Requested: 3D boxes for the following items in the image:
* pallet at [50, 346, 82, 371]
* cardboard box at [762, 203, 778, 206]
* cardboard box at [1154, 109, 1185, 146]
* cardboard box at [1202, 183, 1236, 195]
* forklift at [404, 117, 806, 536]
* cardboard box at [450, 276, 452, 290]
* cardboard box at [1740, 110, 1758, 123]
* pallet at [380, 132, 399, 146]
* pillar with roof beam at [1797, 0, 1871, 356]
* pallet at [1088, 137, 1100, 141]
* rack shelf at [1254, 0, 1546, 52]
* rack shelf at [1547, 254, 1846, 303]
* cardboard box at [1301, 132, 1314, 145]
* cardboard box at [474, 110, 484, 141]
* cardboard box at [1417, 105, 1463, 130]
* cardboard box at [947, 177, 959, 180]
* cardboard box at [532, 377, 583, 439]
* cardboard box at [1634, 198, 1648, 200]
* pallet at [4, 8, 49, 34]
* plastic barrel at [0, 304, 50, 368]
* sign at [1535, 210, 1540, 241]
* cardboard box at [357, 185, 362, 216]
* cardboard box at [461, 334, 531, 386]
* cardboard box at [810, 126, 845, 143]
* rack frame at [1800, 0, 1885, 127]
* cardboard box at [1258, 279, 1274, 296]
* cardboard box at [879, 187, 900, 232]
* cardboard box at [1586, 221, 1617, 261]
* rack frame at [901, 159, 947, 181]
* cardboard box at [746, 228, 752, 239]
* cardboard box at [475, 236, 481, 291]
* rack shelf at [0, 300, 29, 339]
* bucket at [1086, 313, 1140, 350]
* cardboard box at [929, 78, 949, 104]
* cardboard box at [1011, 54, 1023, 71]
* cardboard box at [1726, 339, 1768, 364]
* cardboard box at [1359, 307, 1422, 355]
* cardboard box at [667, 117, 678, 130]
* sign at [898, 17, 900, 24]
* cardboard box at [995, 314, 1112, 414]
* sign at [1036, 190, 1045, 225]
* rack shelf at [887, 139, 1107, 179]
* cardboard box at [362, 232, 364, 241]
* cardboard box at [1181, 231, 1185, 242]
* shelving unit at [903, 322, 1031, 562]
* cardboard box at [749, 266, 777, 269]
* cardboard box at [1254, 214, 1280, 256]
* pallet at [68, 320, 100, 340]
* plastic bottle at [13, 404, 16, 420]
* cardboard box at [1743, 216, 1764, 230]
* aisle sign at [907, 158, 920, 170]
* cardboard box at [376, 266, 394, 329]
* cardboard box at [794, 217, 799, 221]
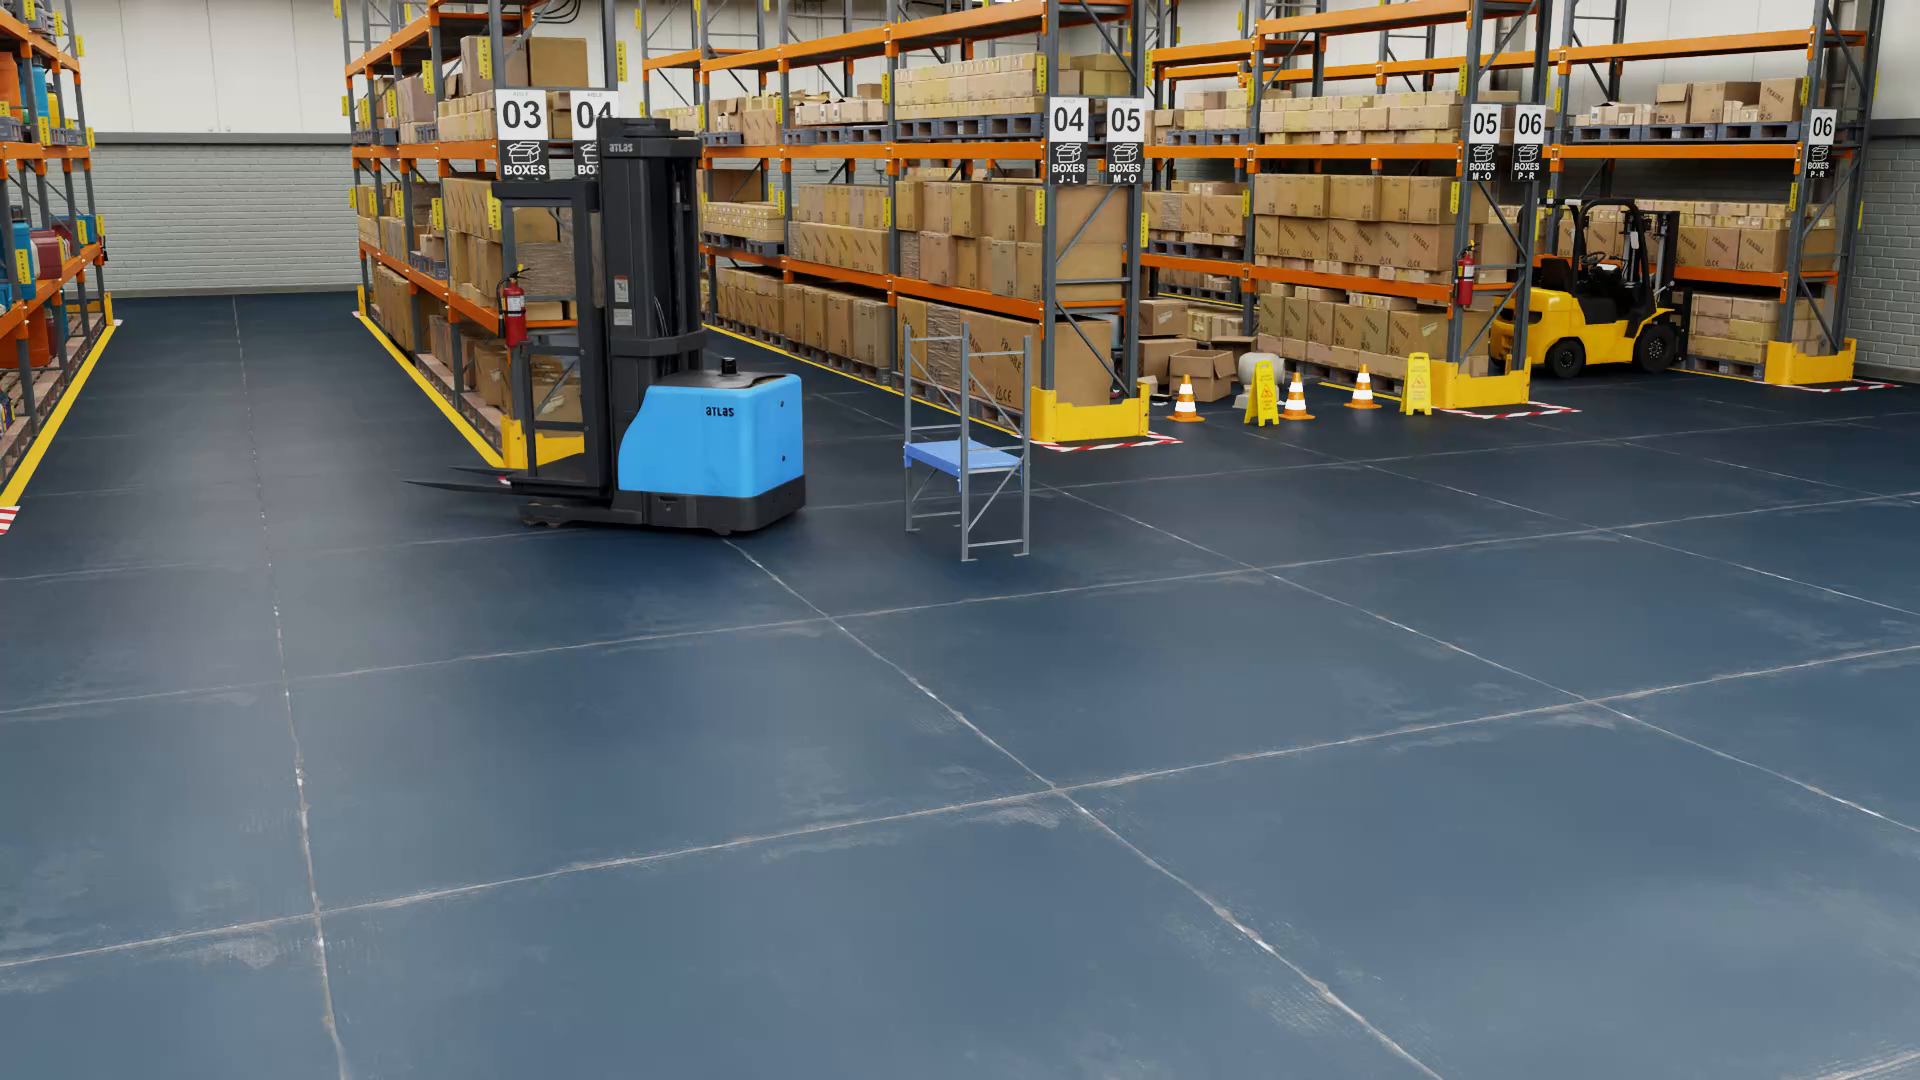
[{"bbox_3d":[-11.909,-2.311,21.387,1.003,0.211,1.213,-6,14,-23],"label":"pallet"},{"bbox_3d":[-2.799,-5.052,25.352,0.380,0.149,0.250,-6,14,-25],"label":"cardboard box"},{"bbox_3d":[3.185,-5.800,23.397,0.797,0.503,0.637,-6,14,-23],"label":"cardboard box"},{"bbox_3d":[3.471,-4.705,22.296,0.380,0.149,0.250,-6,14,-25],"label":"cardboard box"},{"bbox_3d":[-2.752,-1.632,12.421,3.031,2.935,1.130,4,14,17],"label":"forklift"},{"bbox_3d":[-5.119,-2.686,17.379,0.380,0.149,0.250,-6,14,-23],"label":"cardboard box"},{"bbox_3d":[9.689,-5.133,20.149,0.380,0.149,0.250,-6,14,-25],"label":"cardboard box"},{"bbox_3d":[-7.289,-5.434,22.465,1.003,0.211,1.213,-5,14,-20],"label":"pallet"},{"bbox_3d":[6.902,-6.157,18.514,9.100,9.000,0.400,-6,14,-23],"label":"pillar with roof beam"},{"bbox_3d":[2.242,-6.099,25.335,1.213,0.211,1.003,-5,14,-20],"label":"pallet"},{"bbox_3d":[4.952,-5.932,19.147,1.077,0.370,4.000,-6,14,-23],"label":"rack shelf"},{"bbox_3d":[9.498,-3.460,21.763,1.077,0.370,4.000,-6,14,-23],"label":"rack shelf"},{"bbox_3d":[4.369,-4.871,20.171,0.380,0.149,0.250,-5,14,-21],"label":"cardboard box"},{"bbox_3d":[-3.956,-3.621,14.543,0.500,0.250,0.500,-6,14,-23],"label":"cardboard box"},{"bbox_3d":[5.301,-4.563,17.953,0.500,0.250,0.500,-6,14,-24],"label":"cardboard box"},{"bbox_3d":[0.096,-6.246,29.765,0.500,0.500,0.500,-5,14,-22],"label":"cardboard box"},{"bbox_3d":[-3.562,-1.171,14.887,0.500,0.500,0.500,-3,13,-13],"label":"cardboard box"},{"bbox_3d":[9.283,-4.586,22.711,0.380,0.149,0.250,-6,14,-23],"label":"cardboard box"},{"bbox_3d":[-11.331,-6.046,19.343,1.213,0.211,1.003,-6,14,-23],"label":"pallet"},{"bbox_3d":[-11.282,-2.506,19.925,0.600,0.830,0.708,-6,14,-23],"label":"plastic barrel"},{"bbox_3d":[6.250,-3.419,18.071,0.100,0.325,0.005,-6,14,-23],"label":"sign"},{"bbox_3d":[-9.591,-5.569,27.290,0.500,0.500,0.500,-6,14,-24],"label":"cardboard box"},{"bbox_3d":[-5.156,-2.005,18.448,0.700,0.500,0.500,-7,15,-27],"label":"cardboard box"},{"bbox_3d":[-1.932,-5.785,23.340,0.500,0.500,0.500,-6,14,-23],"label":"cardboard box"},{"bbox_3d":[10.299,-6.320,19.220,1.000,3.000,0.127,-6,14,-23],"label":"rack frame"},{"bbox_3d":[5.702,-4.634,29.852,0.500,0.500,0.500,-6,14,-24],"label":"cardboard box"},{"bbox_3d":[-0.549,-3.945,19.822,0.700,0.500,0.500,-6,14,-24],"label":"cardboard box"},{"bbox_3d":[8.859,-4.051,22.500,0.500,0.500,0.500,-5,14,-22],"label":"cardboard box"},{"bbox_3d":[-0.656,-6.254,32.239,1.000,3.000,0.127,-6,14,-23],"label":"rack frame"},{"bbox_3d":[-2.863,-4.432,23.993,0.380,0.149,0.250,-6,14,-24],"label":"cardboard box"},{"bbox_3d":[-3.993,-2.563,15.409,0.875,0.500,0.500,-6,14,-23],"label":"cardboard box"},{"bbox_3d":[-8.667,-1.669,14.022,1.077,0.370,4.000,-6,14,-23],"label":"rack shelf"},{"bbox_3d":[1.822,-2.633,20.481,0.726,0.611,0.620,-1,3,-4],"label":"bucket"},{"bbox_3d":[0.001,-4.759,17.646,0.500,0.250,0.500,-6,14,-24],"label":"cardboard box"},{"bbox_3d":[0.713,-4.552,15.868,0.380,0.149,0.250,-6,14,-23],"label":"cardboard box"},{"bbox_3d":[9.822,-2.331,20.456,0.500,0.250,0.500,-6,14,-23],"label":"cardboard box"},{"bbox_3d":[4.981,-2.428,19.212,0.500,0.500,0.500,-5,14,-21],"label":"cardboard box"},{"bbox_3d":[-4.608,-6.986,27.974,0.500,0.250,0.500,-6,14,-25],"label":"cardboard box"},{"bbox_3d":[-1.167,-9.660,31.228,0.100,0.325,0.005,-6,14,-23],"label":"sign"},{"bbox_3d":[0.926,-1.784,16.706,0.875,0.875,0.875,-6,14,-23],"label":"cardboard box"},{"bbox_3d":[0.755,-3.114,15.578,0.100,0.325,0.005,-6,14,-23],"label":"sign"},{"bbox_3d":[0.457,-4.004,17.463,1.077,0.370,4.000,-6,14,-23],"label":"rack shelf"},{"bbox_3d":[-9.584,-4.974,27.265,0.380,0.149,0.250,-6,14,-24],"label":"cardboard box"},{"bbox_3d":[3.285,-4.214,23.051,0.380,0.149,0.250,-6,14,-25],"label":"cardboard box"},{"bbox_3d":[0.034,-0.713,11.625,0.538,1.500,1.048,-6,14,-23],"label":"shelving unit"},{"bbox_3d":[-3.019,-4.181,26.230,0.500,0.250,0.500,-6,14,-24],"label":"cardboard box"},{"bbox_3d":[4.071,-3.852,20.981,0.500,0.500,0.500,-6,14,-23],"label":"cardboard box"},{"bbox_3d":[-13.495,-3.127,24.914,1.003,0.211,1.213,-6,14,-23],"label":"pallet"},{"bbox_3d":[-9.037,-1.237,15.790,0.097,0.201,0.097,0,13,0],"label":"plastic bottle"},{"bbox_3d":[9.774,-3.859,20.229,0.380,0.149,0.250,-5,14,-22],"label":"cardboard box"},{"bbox_3d":[-0.951,-7.509,31.897,0.394,0.787,0.004,-6,14,-23],"label":"aisle sign"},{"bbox_3d":[-7.860,-3.572,24.430,1.225,0.875,0.875,-6,14,-23],"label":"cardboard box"},{"bbox_3d":[-2.177,-4.589,24.011,0.380,0.149,0.250,-6,14,-25],"label":"cardboard box"}]
